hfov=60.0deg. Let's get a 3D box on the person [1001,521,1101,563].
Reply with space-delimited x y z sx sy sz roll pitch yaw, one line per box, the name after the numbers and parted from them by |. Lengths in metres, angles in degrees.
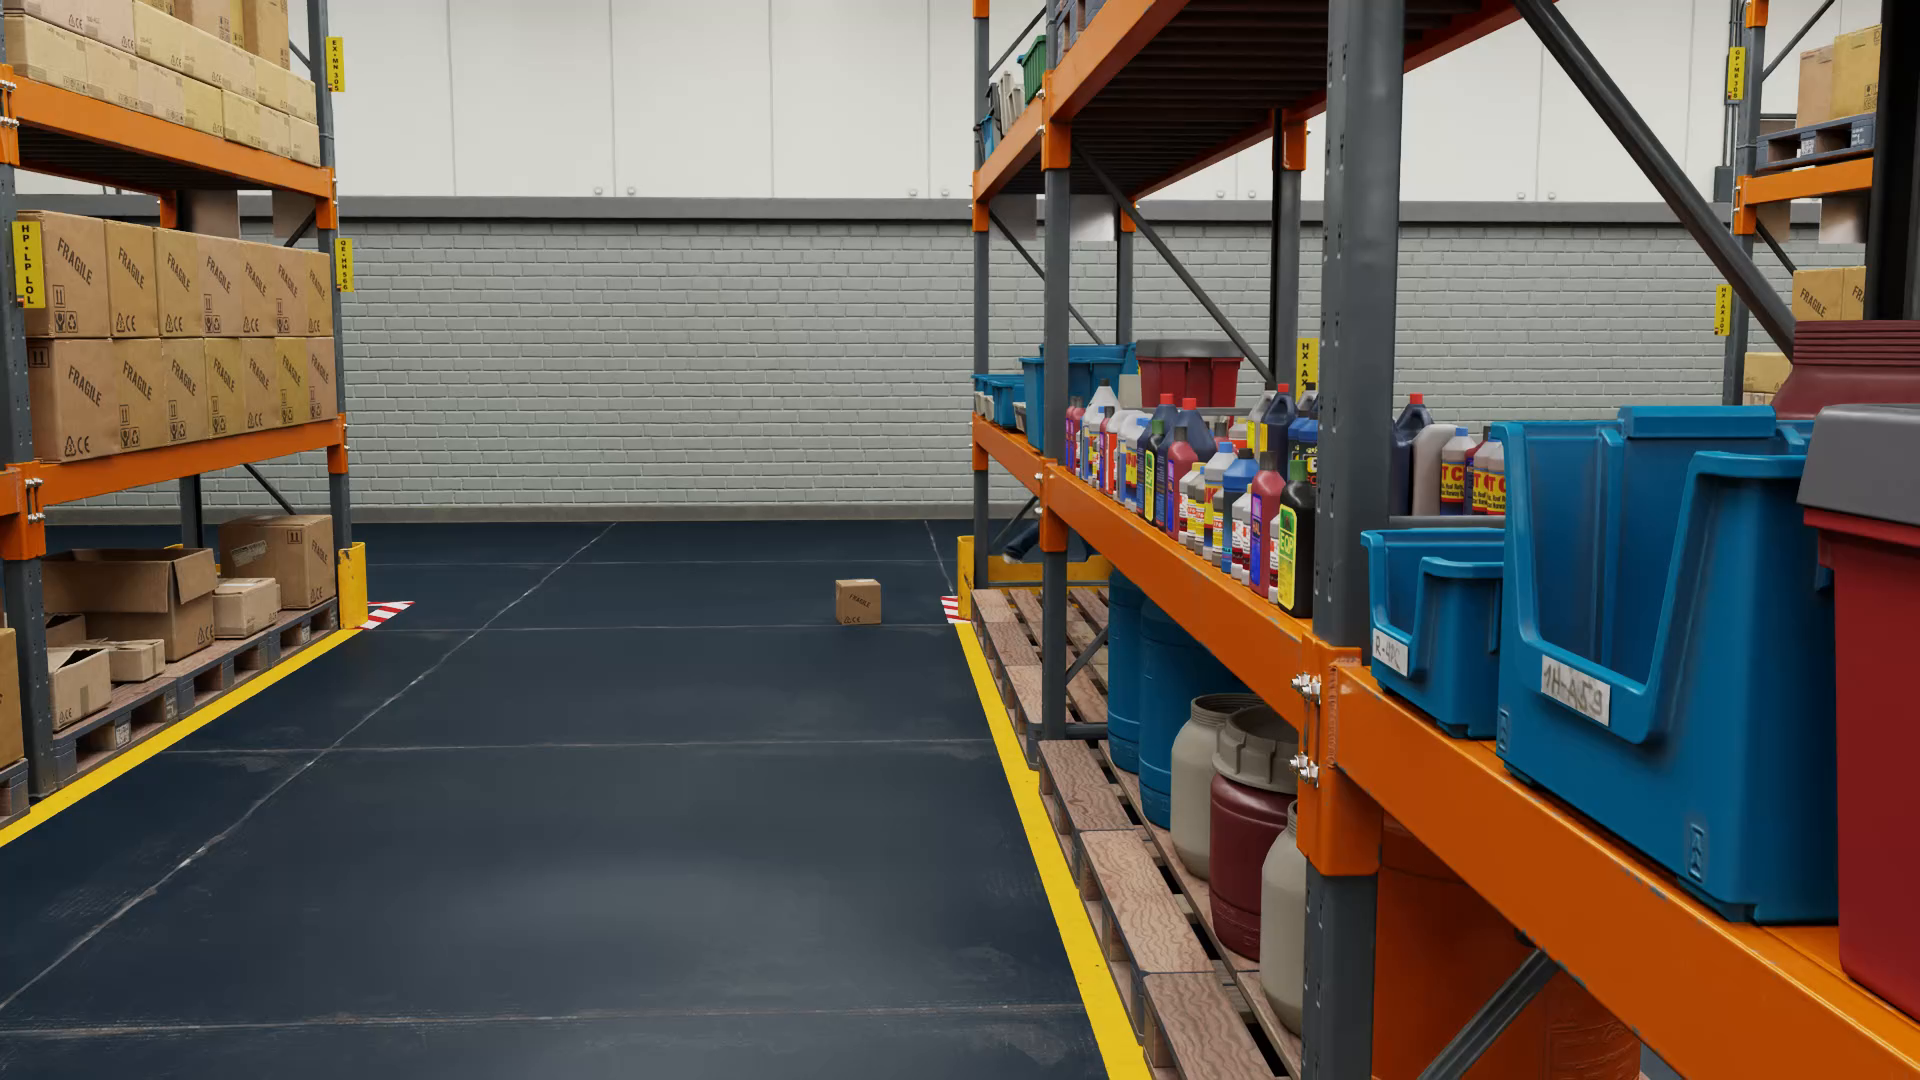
0.747 -0.449 11.897 0.930 1.549 0.473 0 7 -1 | person
